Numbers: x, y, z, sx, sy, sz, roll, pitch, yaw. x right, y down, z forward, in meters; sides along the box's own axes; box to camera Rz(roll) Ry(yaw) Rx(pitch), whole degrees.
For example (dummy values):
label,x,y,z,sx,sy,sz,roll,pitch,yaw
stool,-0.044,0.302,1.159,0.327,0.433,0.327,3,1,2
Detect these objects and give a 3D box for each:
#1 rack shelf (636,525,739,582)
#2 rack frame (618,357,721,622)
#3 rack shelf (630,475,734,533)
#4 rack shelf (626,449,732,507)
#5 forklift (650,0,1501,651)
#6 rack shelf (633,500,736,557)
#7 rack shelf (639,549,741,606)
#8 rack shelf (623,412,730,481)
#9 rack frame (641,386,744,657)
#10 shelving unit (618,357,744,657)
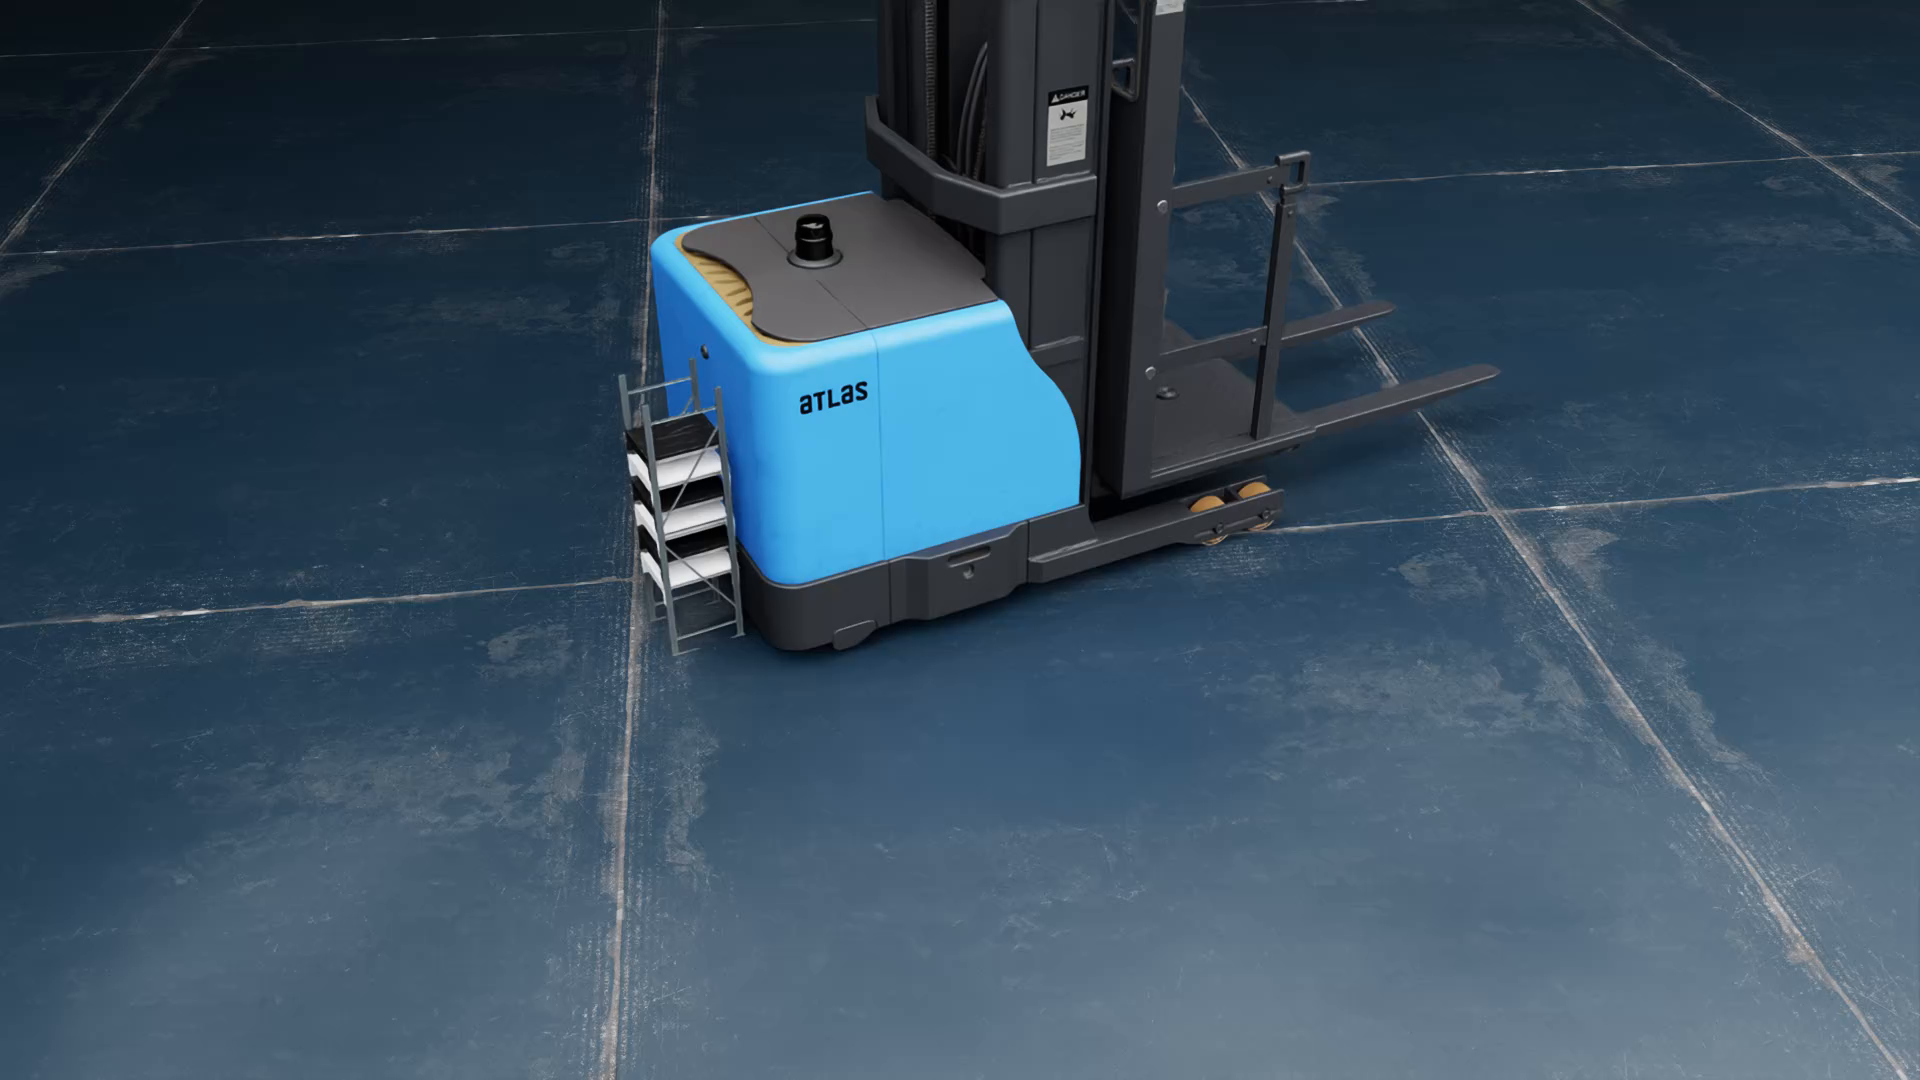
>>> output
label,x,y,z,sx,sy,sz,roll,pitch,yaw
rack shelf,-0.844,0.013,5.151,0.258,0.077,0.200,-17,38,-23
rack frame,-0.892,-0.139,5.155,0.240,0.900,0.006,-17,38,-23
rack shelf,-0.844,-0.136,5.049,0.258,0.077,0.200,-17,38,-23
rack shelf,-0.844,-0.210,4.999,0.258,0.077,0.200,-17,38,-23
forklift,0.552,-1.442,5.263,3.031,2.935,1.130,-16,37,-22
rack shelf,-0.844,-0.061,5.100,0.258,0.077,0.200,-17,38,-23
rack shelf,-0.844,0.088,5.201,0.258,0.077,0.200,-17,38,-23
rack shelf,-0.844,-0.284,4.948,0.258,0.077,0.200,-17,38,-23
rack frame,-0.796,-0.038,5.007,0.240,0.900,0.006,-17,38,-23
shelving unit,-0.844,-0.089,5.081,0.258,0.900,0.210,-17,38,-23
